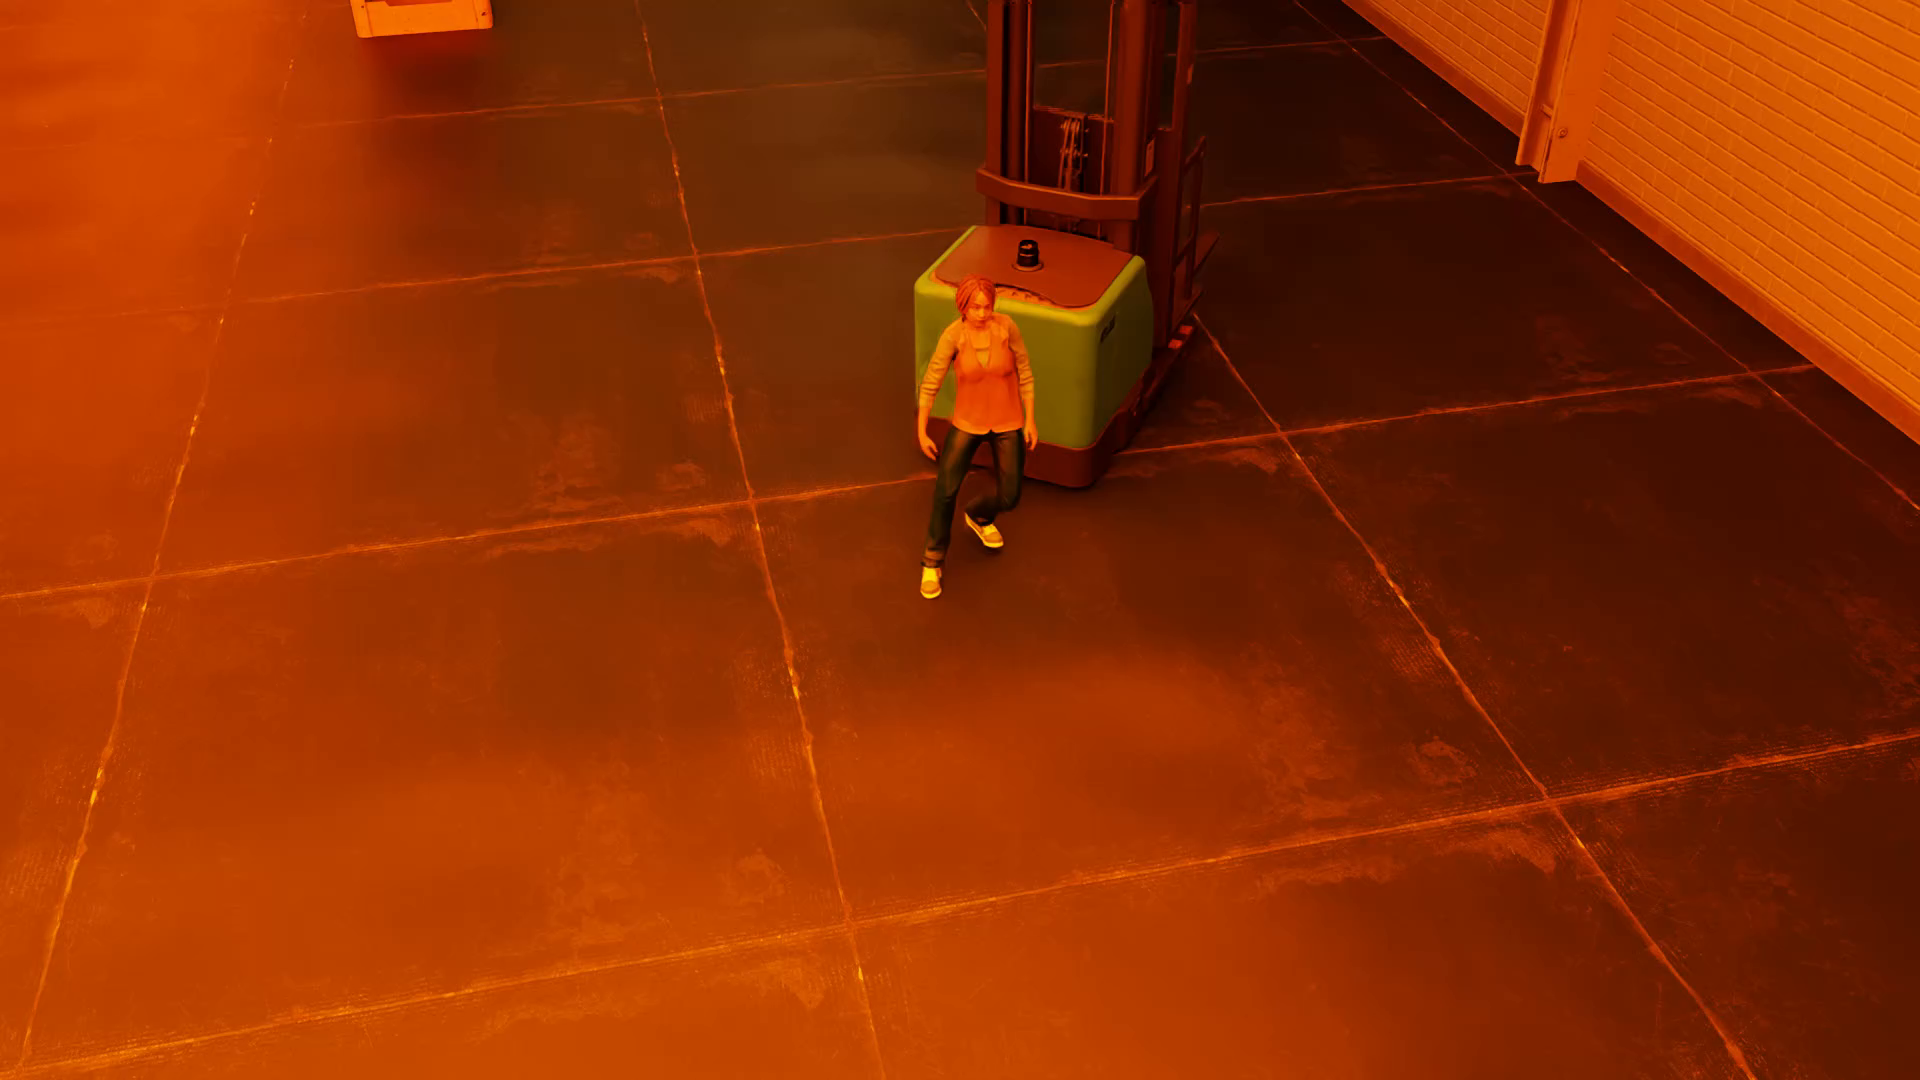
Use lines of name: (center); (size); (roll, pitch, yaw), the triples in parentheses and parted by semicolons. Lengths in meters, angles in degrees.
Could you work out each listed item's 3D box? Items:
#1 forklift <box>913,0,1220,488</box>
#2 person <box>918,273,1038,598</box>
forklift: (0.803, -2.321, 9.276); (1.130, 2.935, 3.031); (14, 38, 19)
person: (0.084, -0.493, 7.933); (0.584, 1.543, 0.568); (-2, 36, -3)
